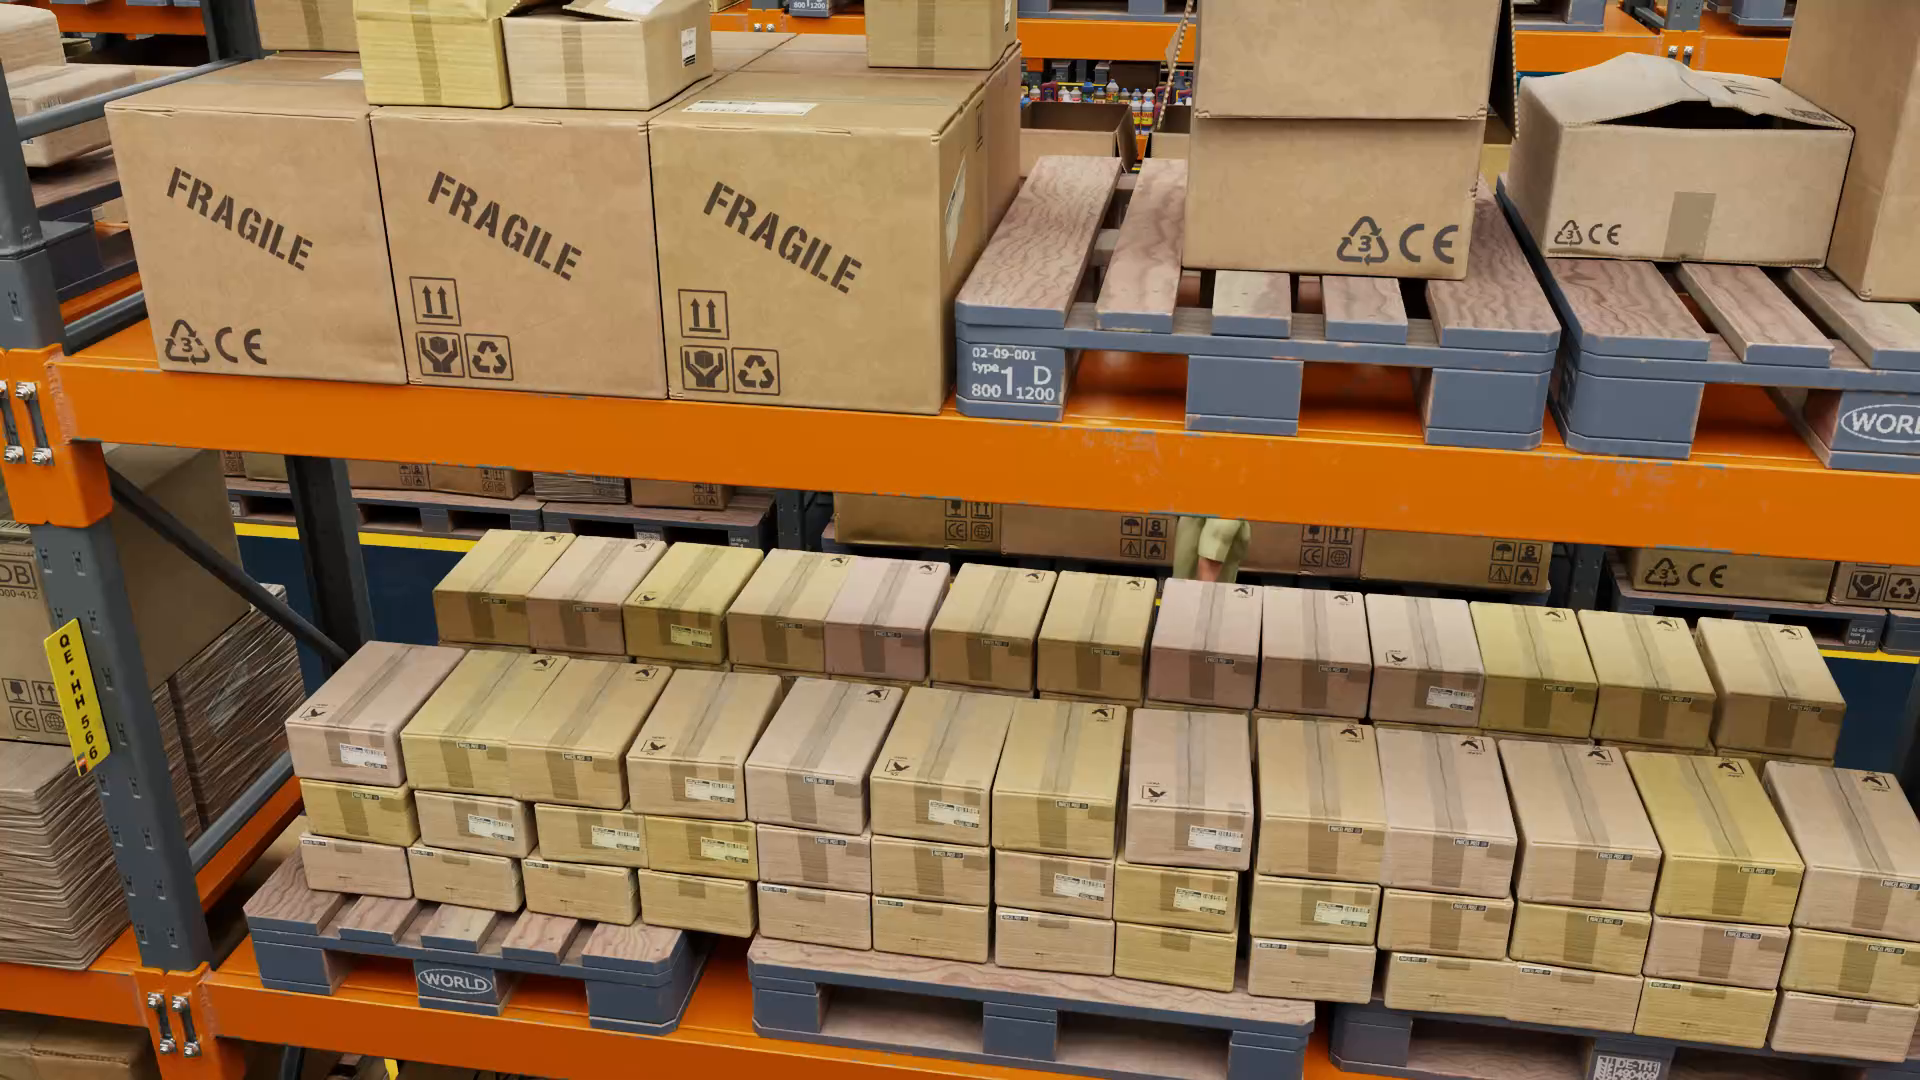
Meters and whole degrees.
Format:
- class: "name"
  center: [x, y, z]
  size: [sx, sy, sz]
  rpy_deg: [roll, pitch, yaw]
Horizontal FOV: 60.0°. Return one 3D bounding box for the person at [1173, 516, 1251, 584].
- class: "person"
  center: [1.000, 0.304, 6.459]
  size: [0.365, 1.672, 0.521]
  rpy_deg: [3, 25, 6]
